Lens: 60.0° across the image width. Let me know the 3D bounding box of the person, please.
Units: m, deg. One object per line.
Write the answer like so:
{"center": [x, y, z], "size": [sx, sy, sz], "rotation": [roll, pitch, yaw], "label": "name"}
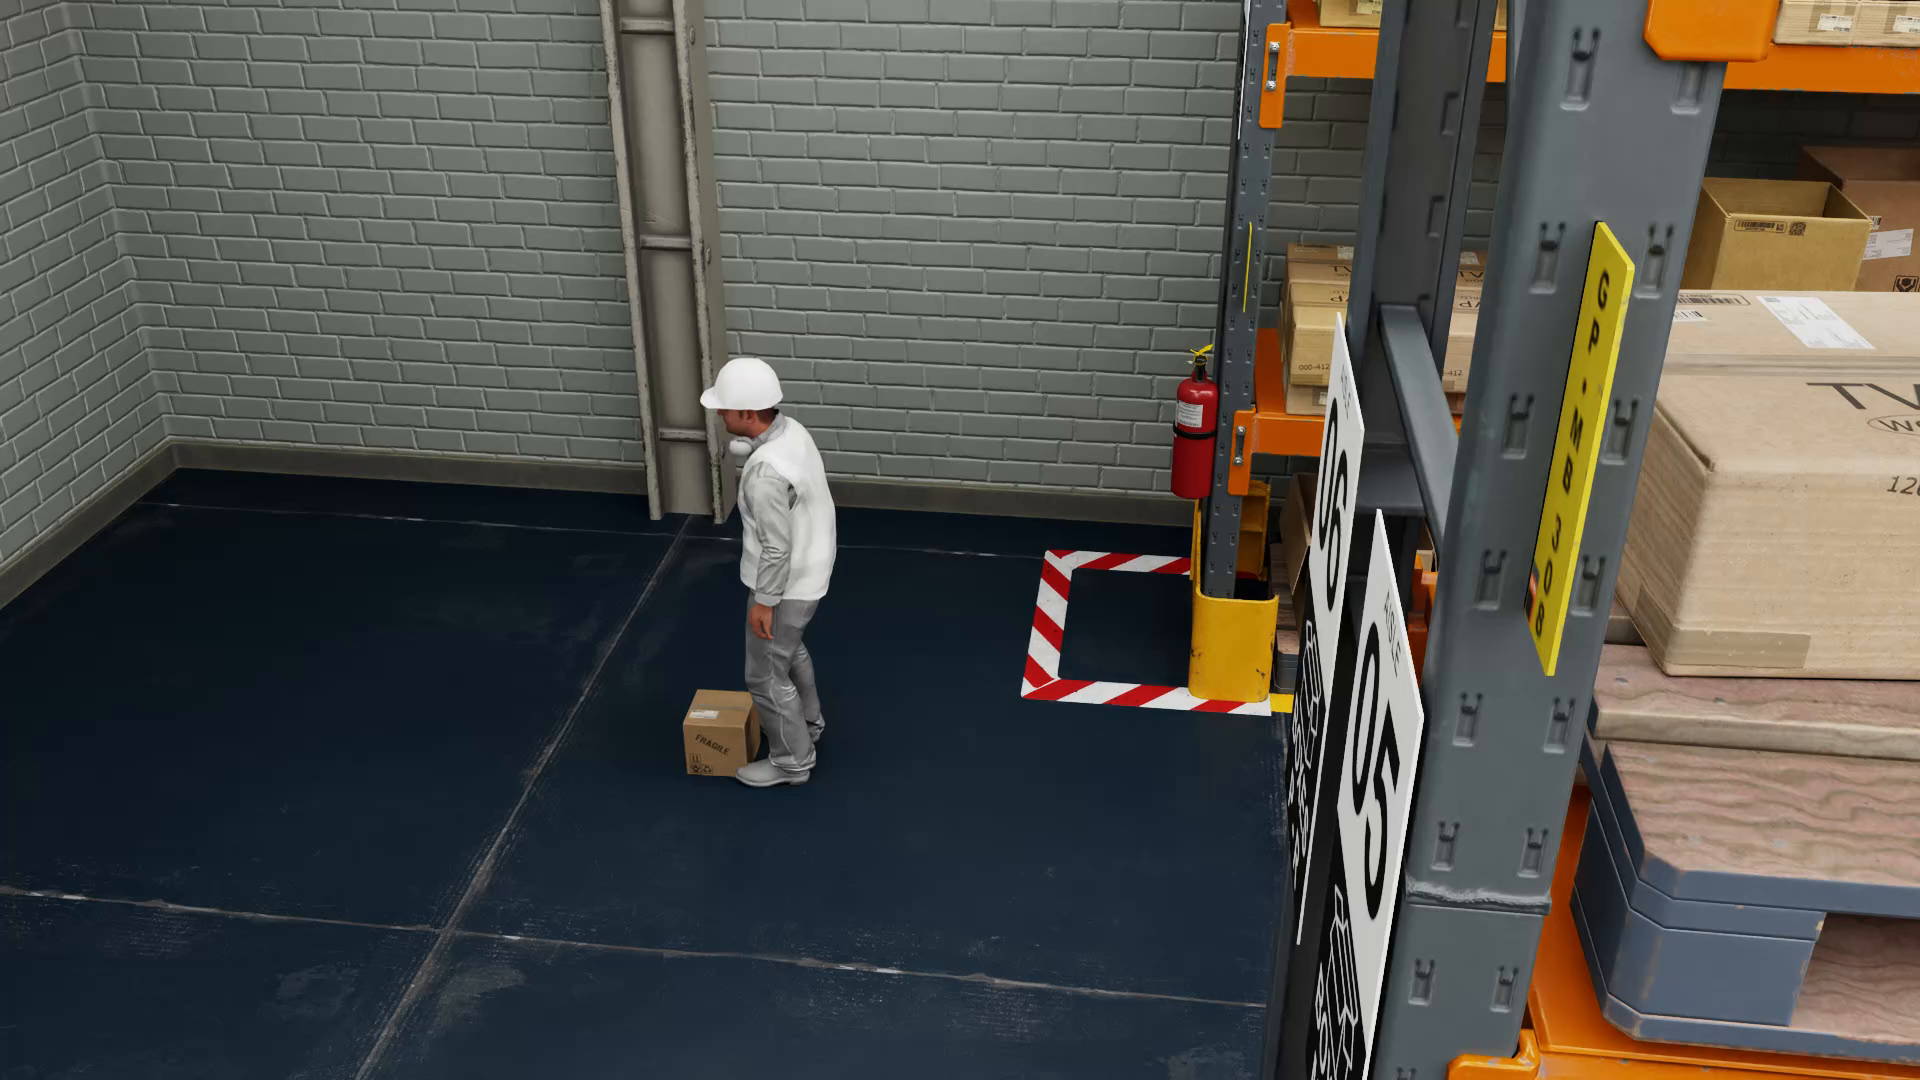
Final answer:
{"center": [-0.701, 0.127, 6.359], "size": [0.465, 1.769, 0.580], "rotation": [2, 28, 4], "label": "person"}
